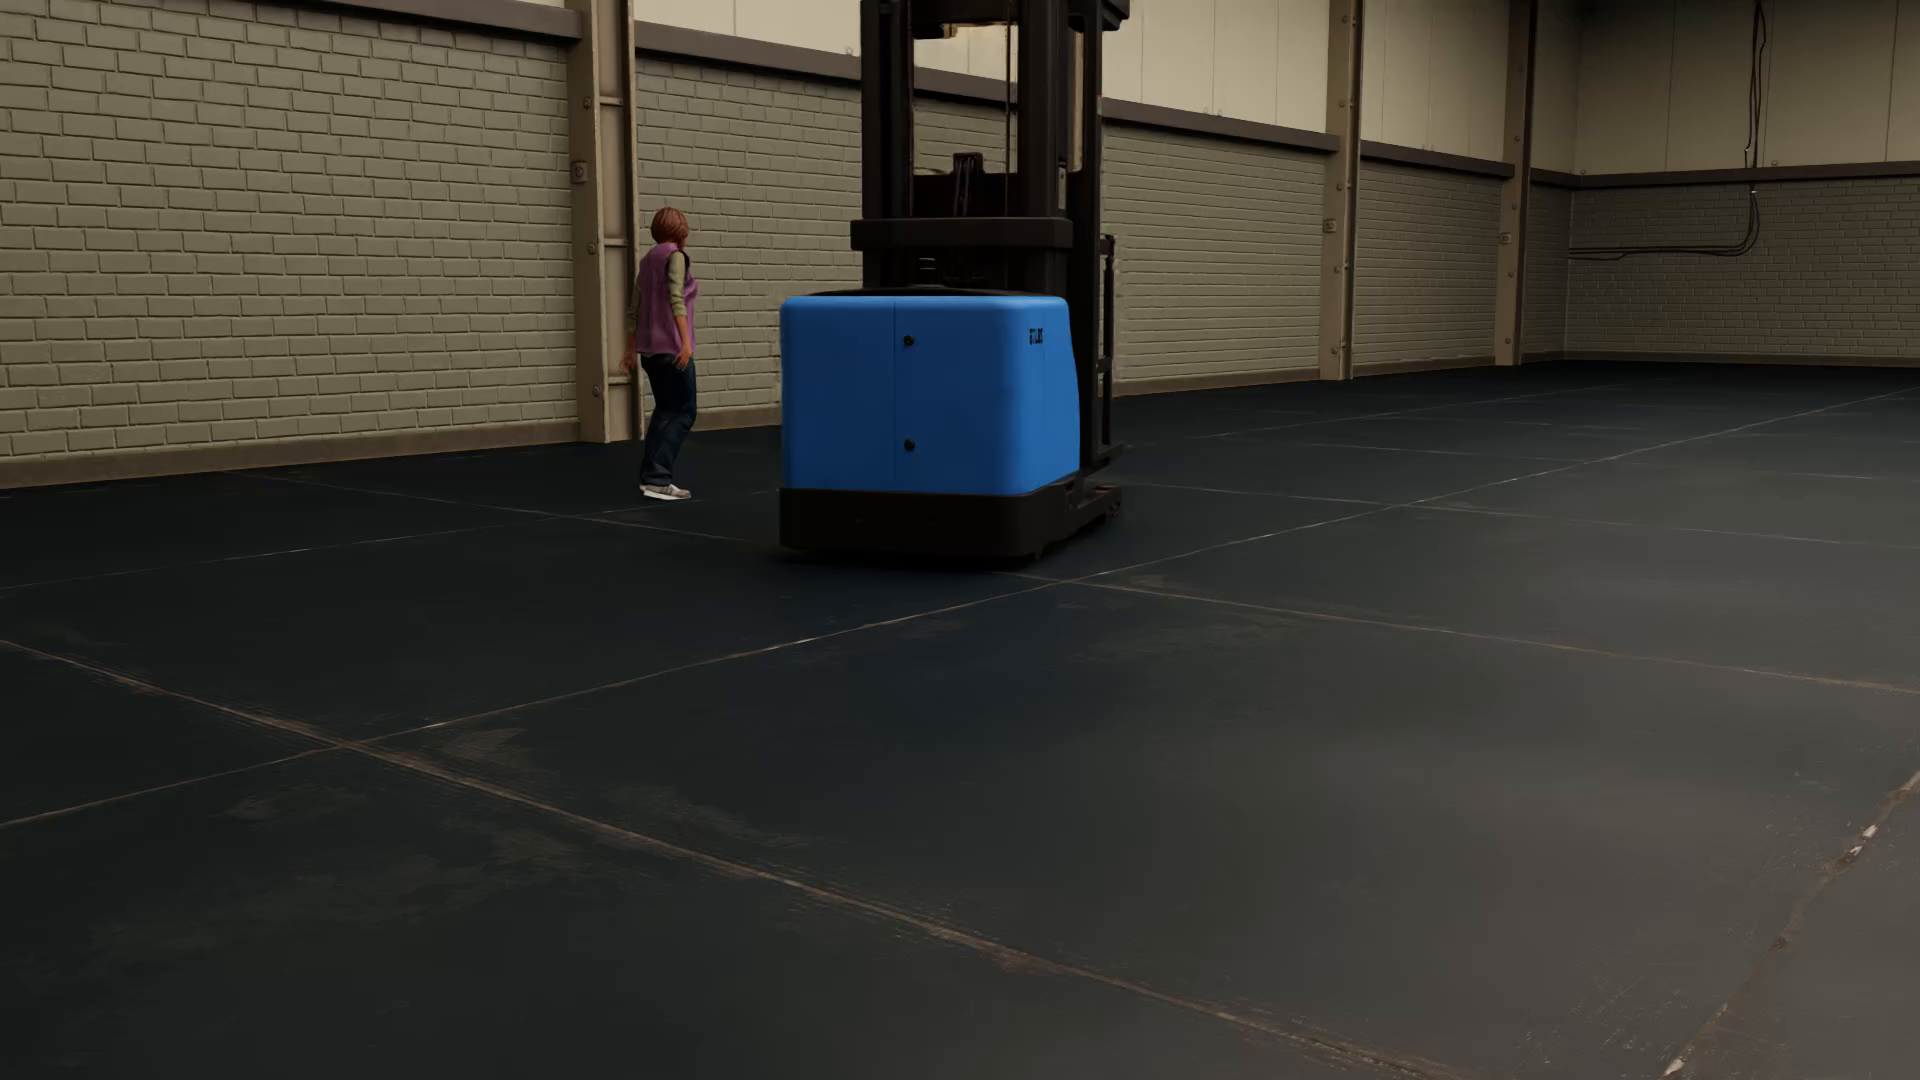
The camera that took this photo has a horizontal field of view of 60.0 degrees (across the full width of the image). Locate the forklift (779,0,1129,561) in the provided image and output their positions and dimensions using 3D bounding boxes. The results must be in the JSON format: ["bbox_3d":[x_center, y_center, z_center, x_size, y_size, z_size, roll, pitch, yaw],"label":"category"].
[{"bbox_3d":[0.166,-1.540,7.809,1.130,2.935,3.031,2,9,16],"label":"forklift"}]

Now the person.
[{"bbox_3d":[-1.601,-0.943,8.962,0.402,1.451,0.733,-6,10,-36],"label":"person"}]
